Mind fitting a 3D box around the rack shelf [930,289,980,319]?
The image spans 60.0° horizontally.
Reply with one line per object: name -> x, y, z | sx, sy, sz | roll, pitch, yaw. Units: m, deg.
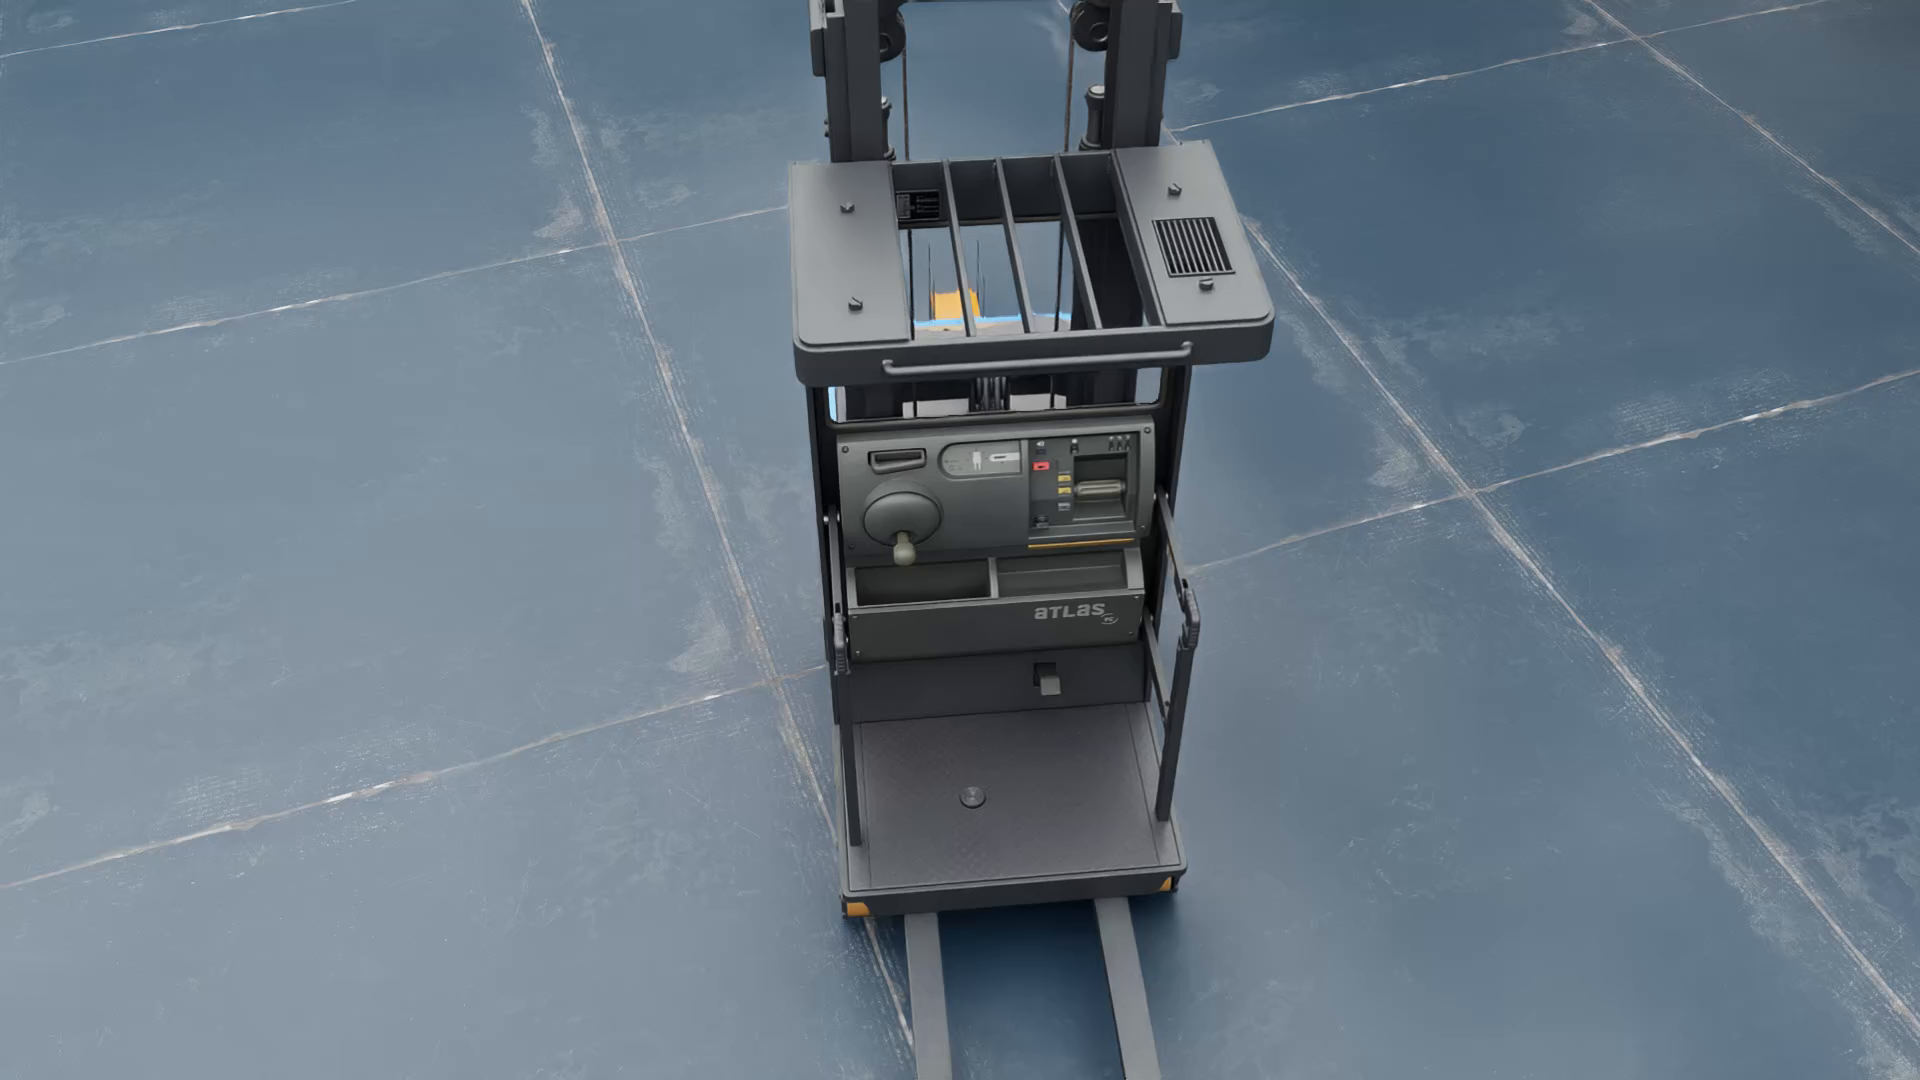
rack shelf -> -0.015, -0.835, 6.289 | 0.180, 0.103, 0.258 | -4, 45, -4

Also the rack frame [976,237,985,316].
rack frame -> 0.076, -0.618, 6.519 | 0.006, 1.200, 0.240 | -4, 45, -4

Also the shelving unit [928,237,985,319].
shelving unit -> -0.015, -0.612, 6.513 | 0.189, 1.200, 0.258 | -4, 45, -4

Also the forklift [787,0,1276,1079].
forklift -> 0.132, -0.050, 4.730 | 1.130, 2.935, 3.031 | -4, 45, -4

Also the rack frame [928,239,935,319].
rack frame -> -0.106, -0.606, 6.506 | 0.006, 1.200, 0.240 | -4, 45, -4
